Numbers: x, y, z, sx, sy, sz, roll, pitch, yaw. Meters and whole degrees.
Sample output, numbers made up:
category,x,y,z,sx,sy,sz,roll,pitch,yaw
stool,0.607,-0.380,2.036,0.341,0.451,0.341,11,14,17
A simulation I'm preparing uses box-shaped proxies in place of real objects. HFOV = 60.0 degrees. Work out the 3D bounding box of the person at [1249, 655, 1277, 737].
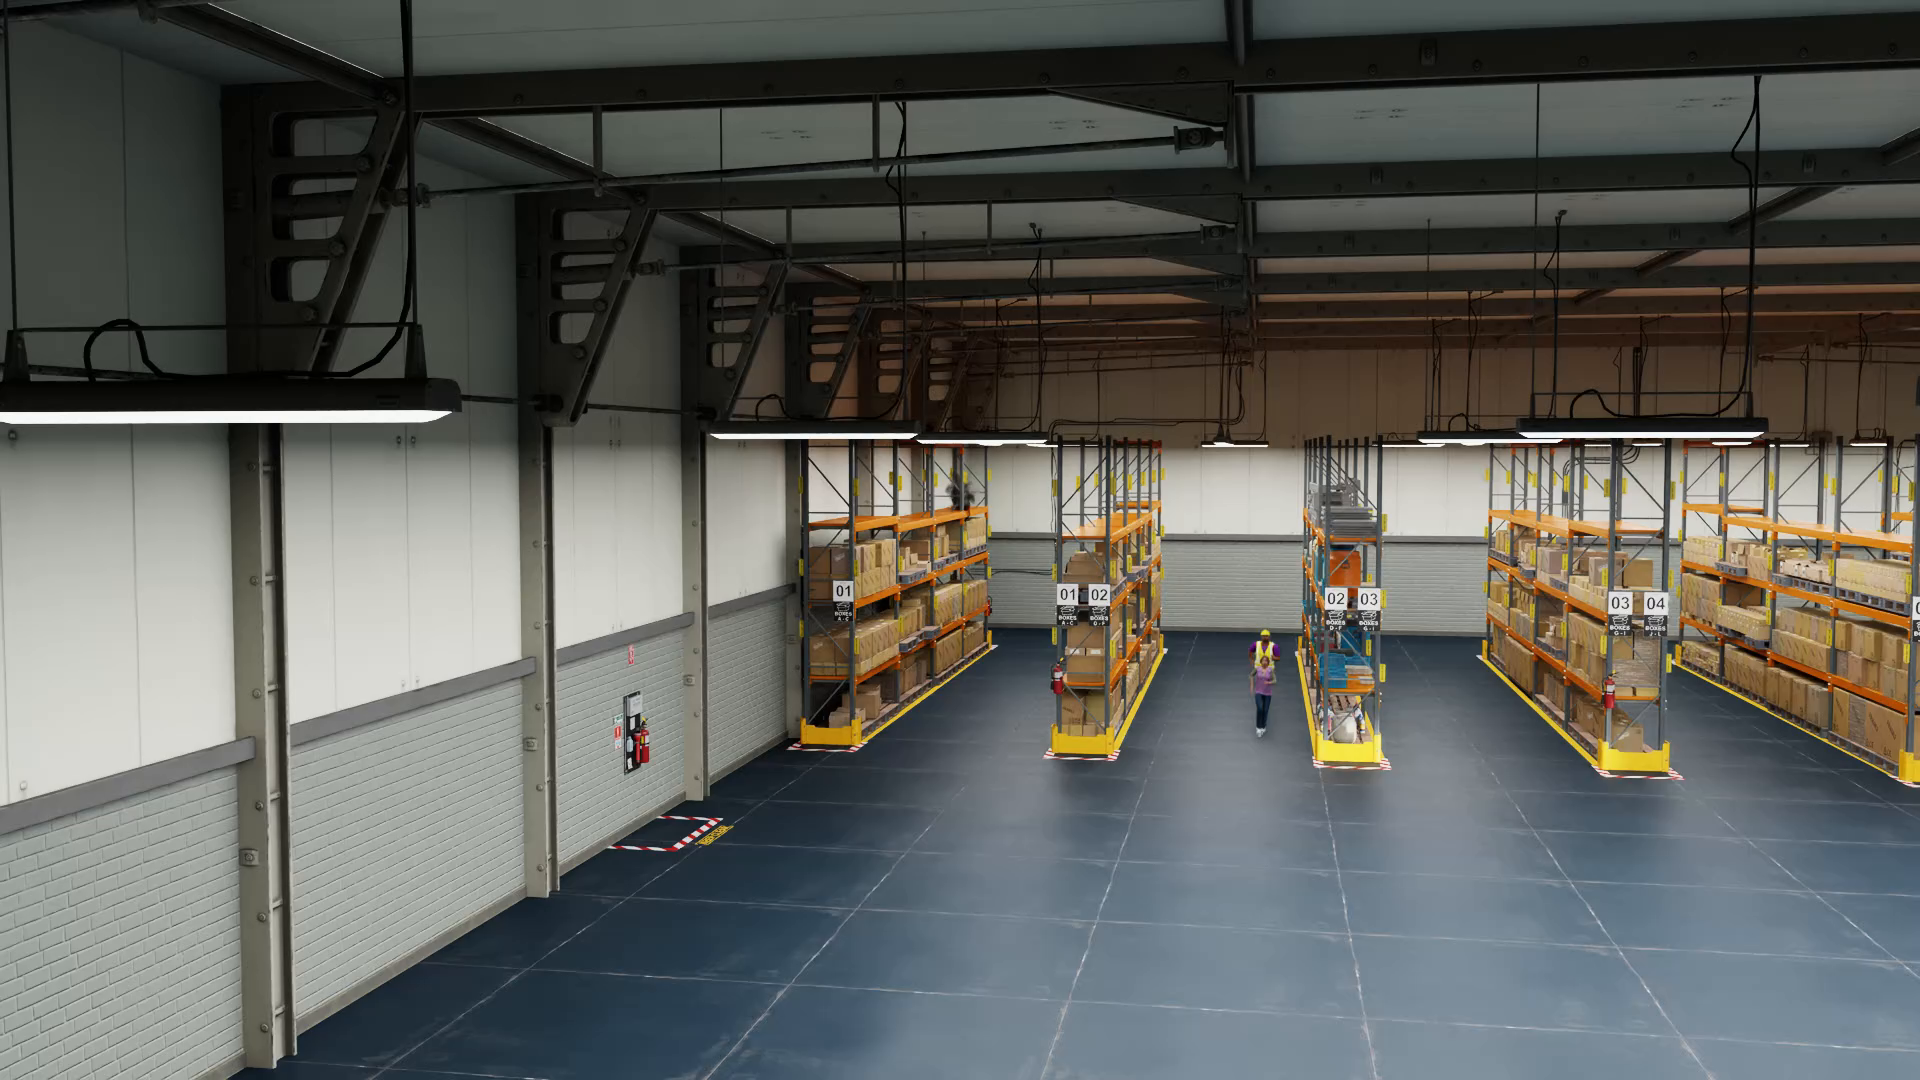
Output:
category,x,y,z,sx,sy,sz,roll,pitch,yaw
person,6.083,3.115,33.353,0.515,1.621,0.663,0,3,4

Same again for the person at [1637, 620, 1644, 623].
category,x,y,z,sx,sy,sz,roll,pitch,yaw
person,17.762,2.484,43.448,0.699,1.722,0.666,1,3,12

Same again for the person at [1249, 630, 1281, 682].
category,x,y,z,sx,sy,sz,roll,pitch,yaw
person,6.676,2.870,36.422,0.679,1.827,0.816,0,3,8
